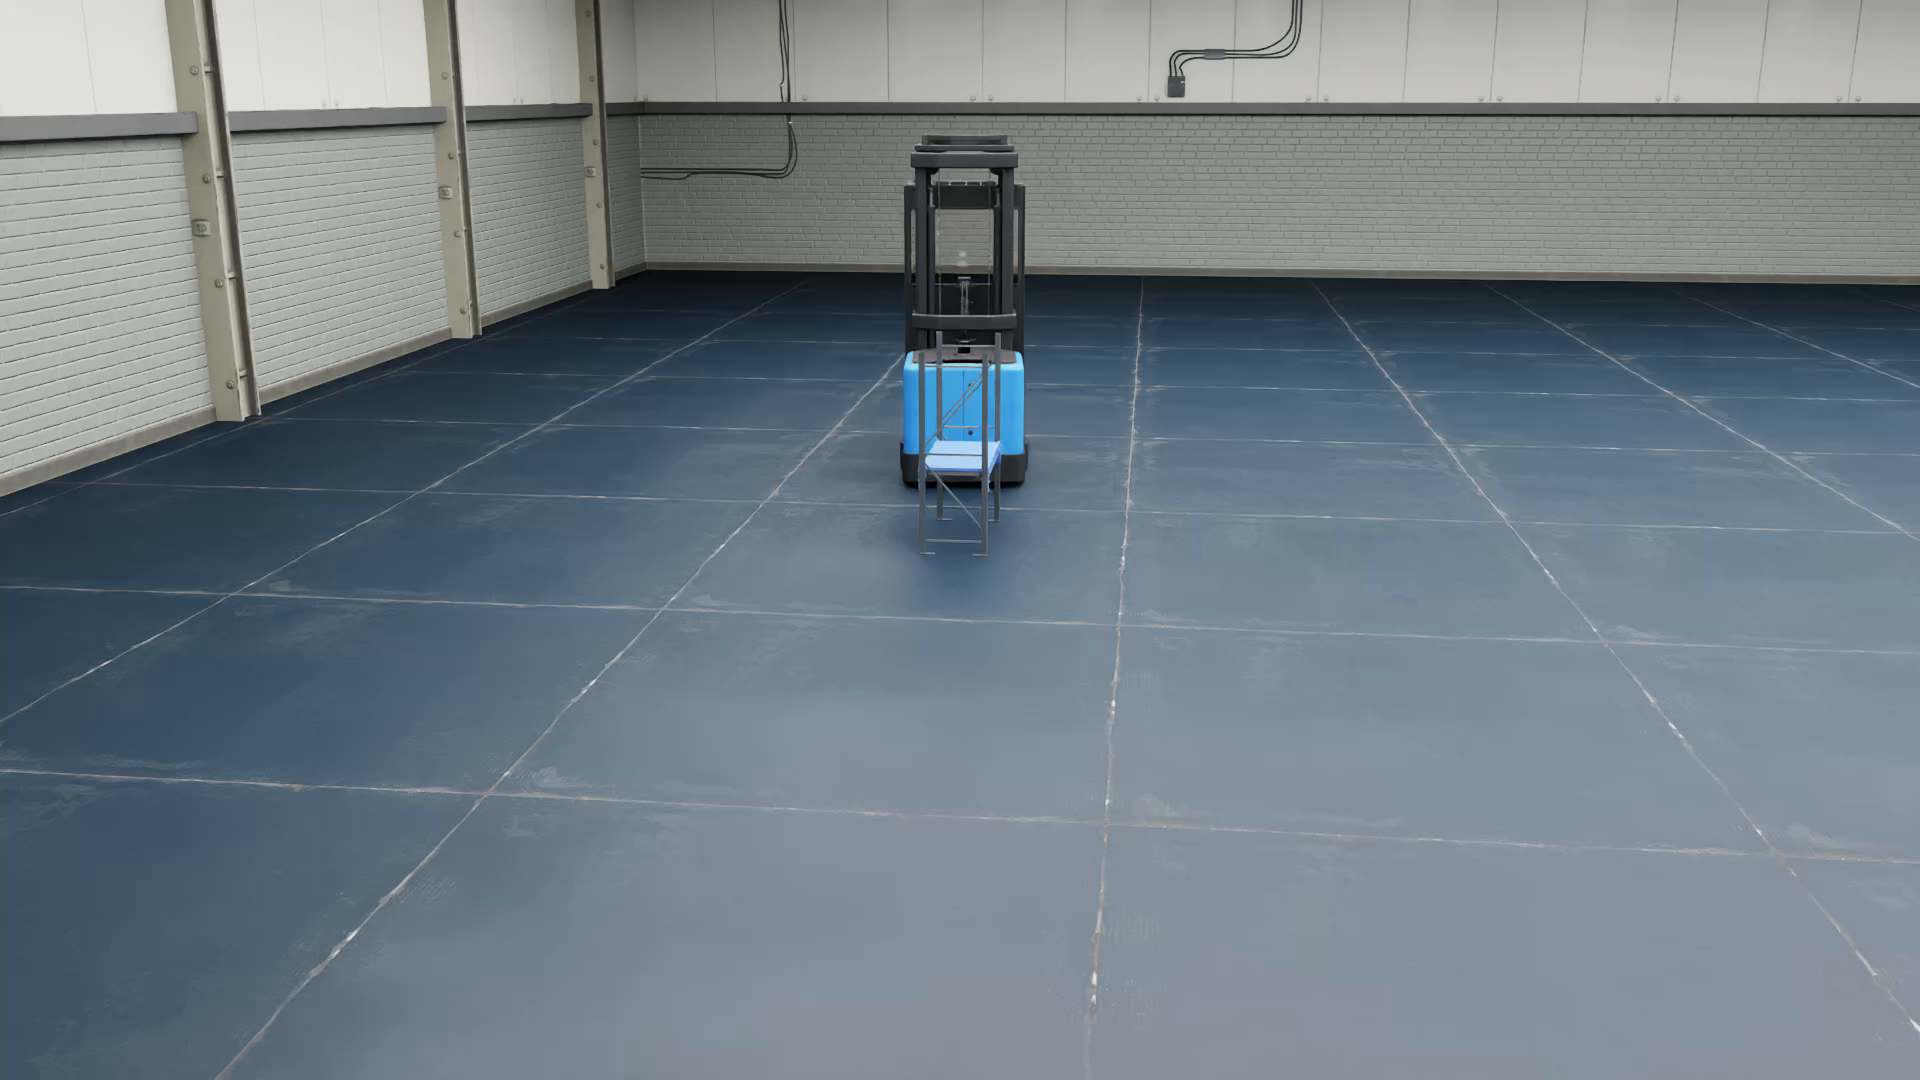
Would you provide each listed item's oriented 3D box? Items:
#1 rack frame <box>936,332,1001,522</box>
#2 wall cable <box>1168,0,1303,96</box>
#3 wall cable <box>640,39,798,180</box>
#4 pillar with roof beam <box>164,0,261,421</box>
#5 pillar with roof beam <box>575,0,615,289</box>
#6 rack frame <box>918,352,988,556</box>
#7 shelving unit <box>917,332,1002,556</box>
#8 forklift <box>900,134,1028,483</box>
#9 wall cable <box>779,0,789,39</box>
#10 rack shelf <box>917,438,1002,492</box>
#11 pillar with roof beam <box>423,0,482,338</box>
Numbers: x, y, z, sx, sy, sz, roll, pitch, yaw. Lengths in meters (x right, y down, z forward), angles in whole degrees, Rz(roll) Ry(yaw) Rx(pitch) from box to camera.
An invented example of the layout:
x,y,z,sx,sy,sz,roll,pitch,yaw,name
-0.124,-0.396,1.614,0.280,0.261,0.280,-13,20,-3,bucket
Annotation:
x,y,z,sx,sy,sz,roll,pitch,yaw,name
0.067,-0.878,13.036,0.500,1.500,0.032,2,15,6,rack frame
4.871,-10.823,28.932,2.305,6.003,0.169,2,15,6,wall cable
-4.560,-7.966,30.831,3.097,2.526,0.112,2,15,6,wall cable
-3.282,-5.501,15.765,9.100,9.000,0.400,2,15,6,pillar with roof beam
-1.928,-8.613,27.275,9.100,9.000,0.400,2,15,6,pillar with roof beam
-0.048,-0.614,12.061,0.500,1.500,0.032,2,15,6,rack frame
0.010,-0.746,12.548,0.538,1.500,1.048,2,15,6,shelving unit
0.044,-2.236,15.317,1.130,2.935,3.031,0,15,0,forklift
-1.872,-10.324,29.877,3.097,2.526,0.112,2,15,6,wall cable
0.010,-0.572,12.595,0.538,0.185,1.000,2,15,6,rack shelf
-2.605,-7.057,21.520,9.100,9.000,0.400,2,15,6,pillar with roof beam
